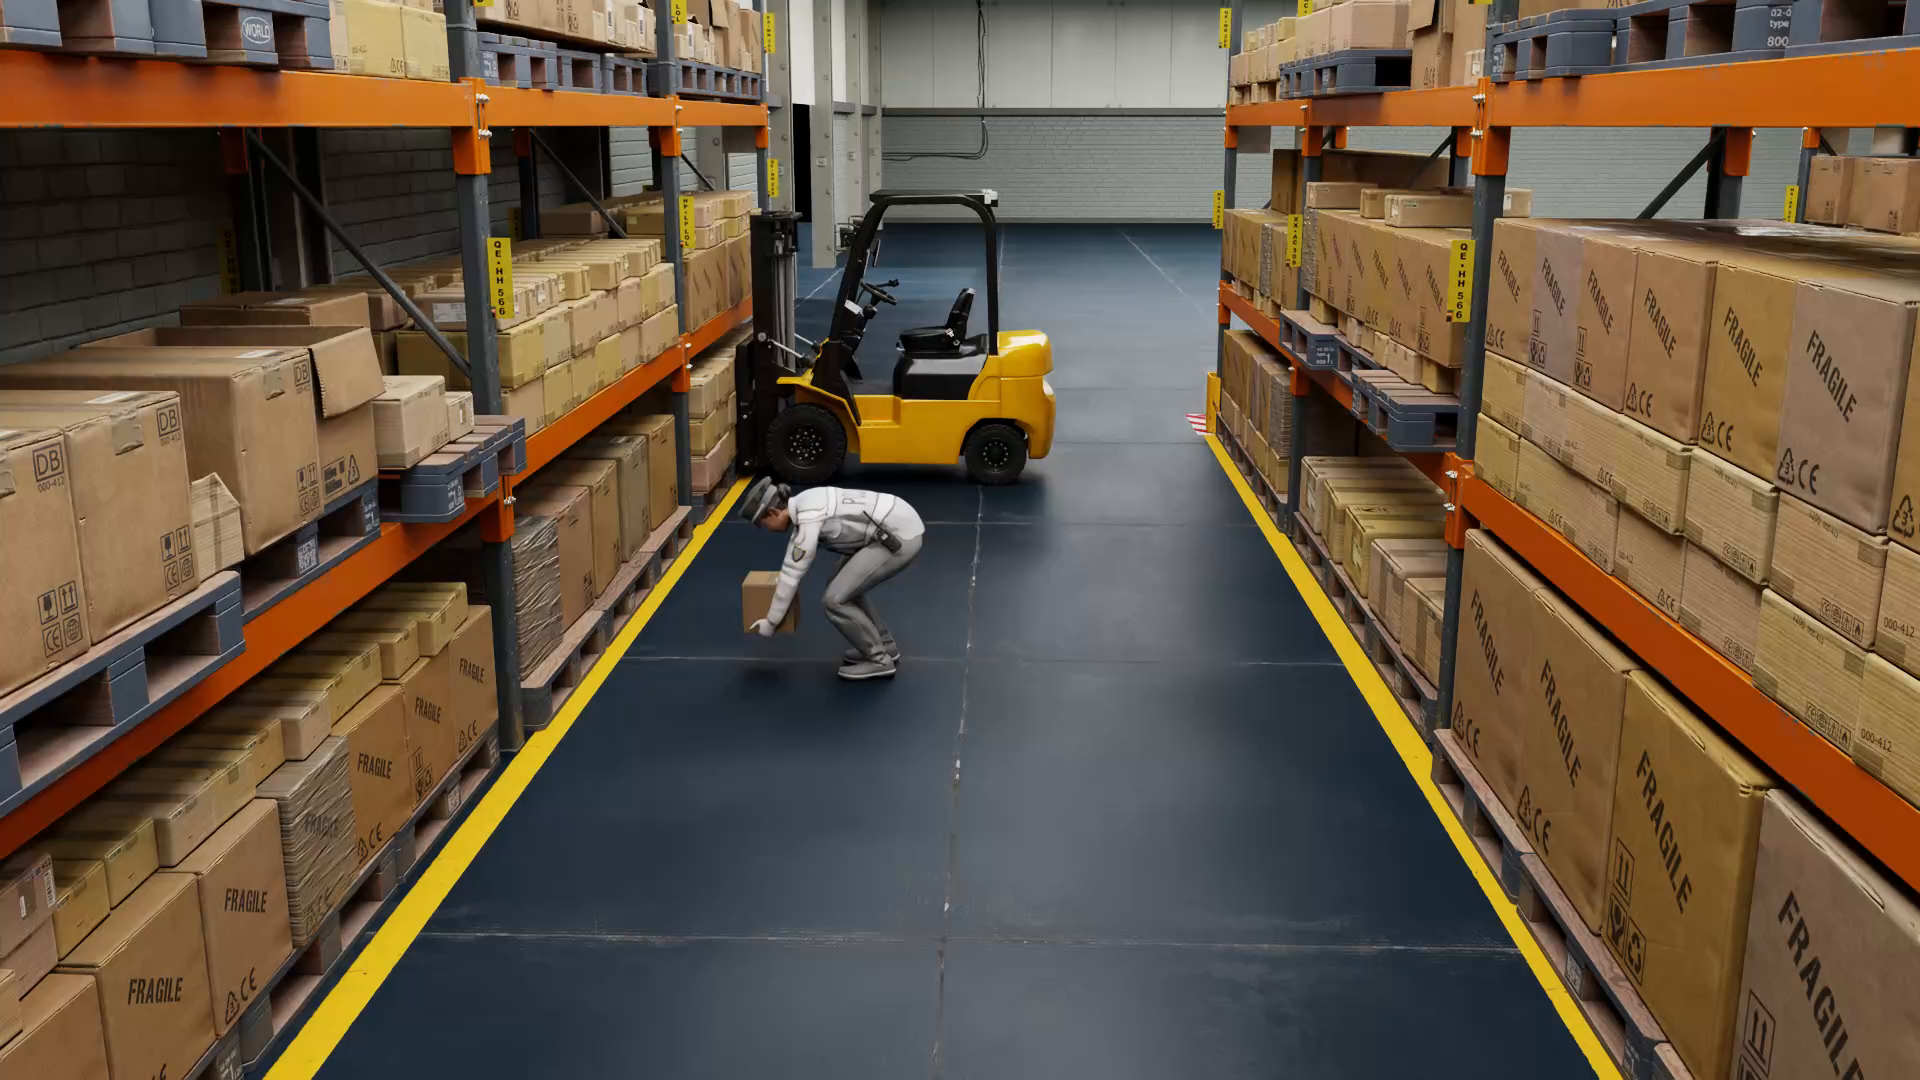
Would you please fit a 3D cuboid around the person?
[{"bbox_3d":[-0.632,0.168,8.212,0.919,0.996,0.468,0,14,-1],"label":"person"}]
